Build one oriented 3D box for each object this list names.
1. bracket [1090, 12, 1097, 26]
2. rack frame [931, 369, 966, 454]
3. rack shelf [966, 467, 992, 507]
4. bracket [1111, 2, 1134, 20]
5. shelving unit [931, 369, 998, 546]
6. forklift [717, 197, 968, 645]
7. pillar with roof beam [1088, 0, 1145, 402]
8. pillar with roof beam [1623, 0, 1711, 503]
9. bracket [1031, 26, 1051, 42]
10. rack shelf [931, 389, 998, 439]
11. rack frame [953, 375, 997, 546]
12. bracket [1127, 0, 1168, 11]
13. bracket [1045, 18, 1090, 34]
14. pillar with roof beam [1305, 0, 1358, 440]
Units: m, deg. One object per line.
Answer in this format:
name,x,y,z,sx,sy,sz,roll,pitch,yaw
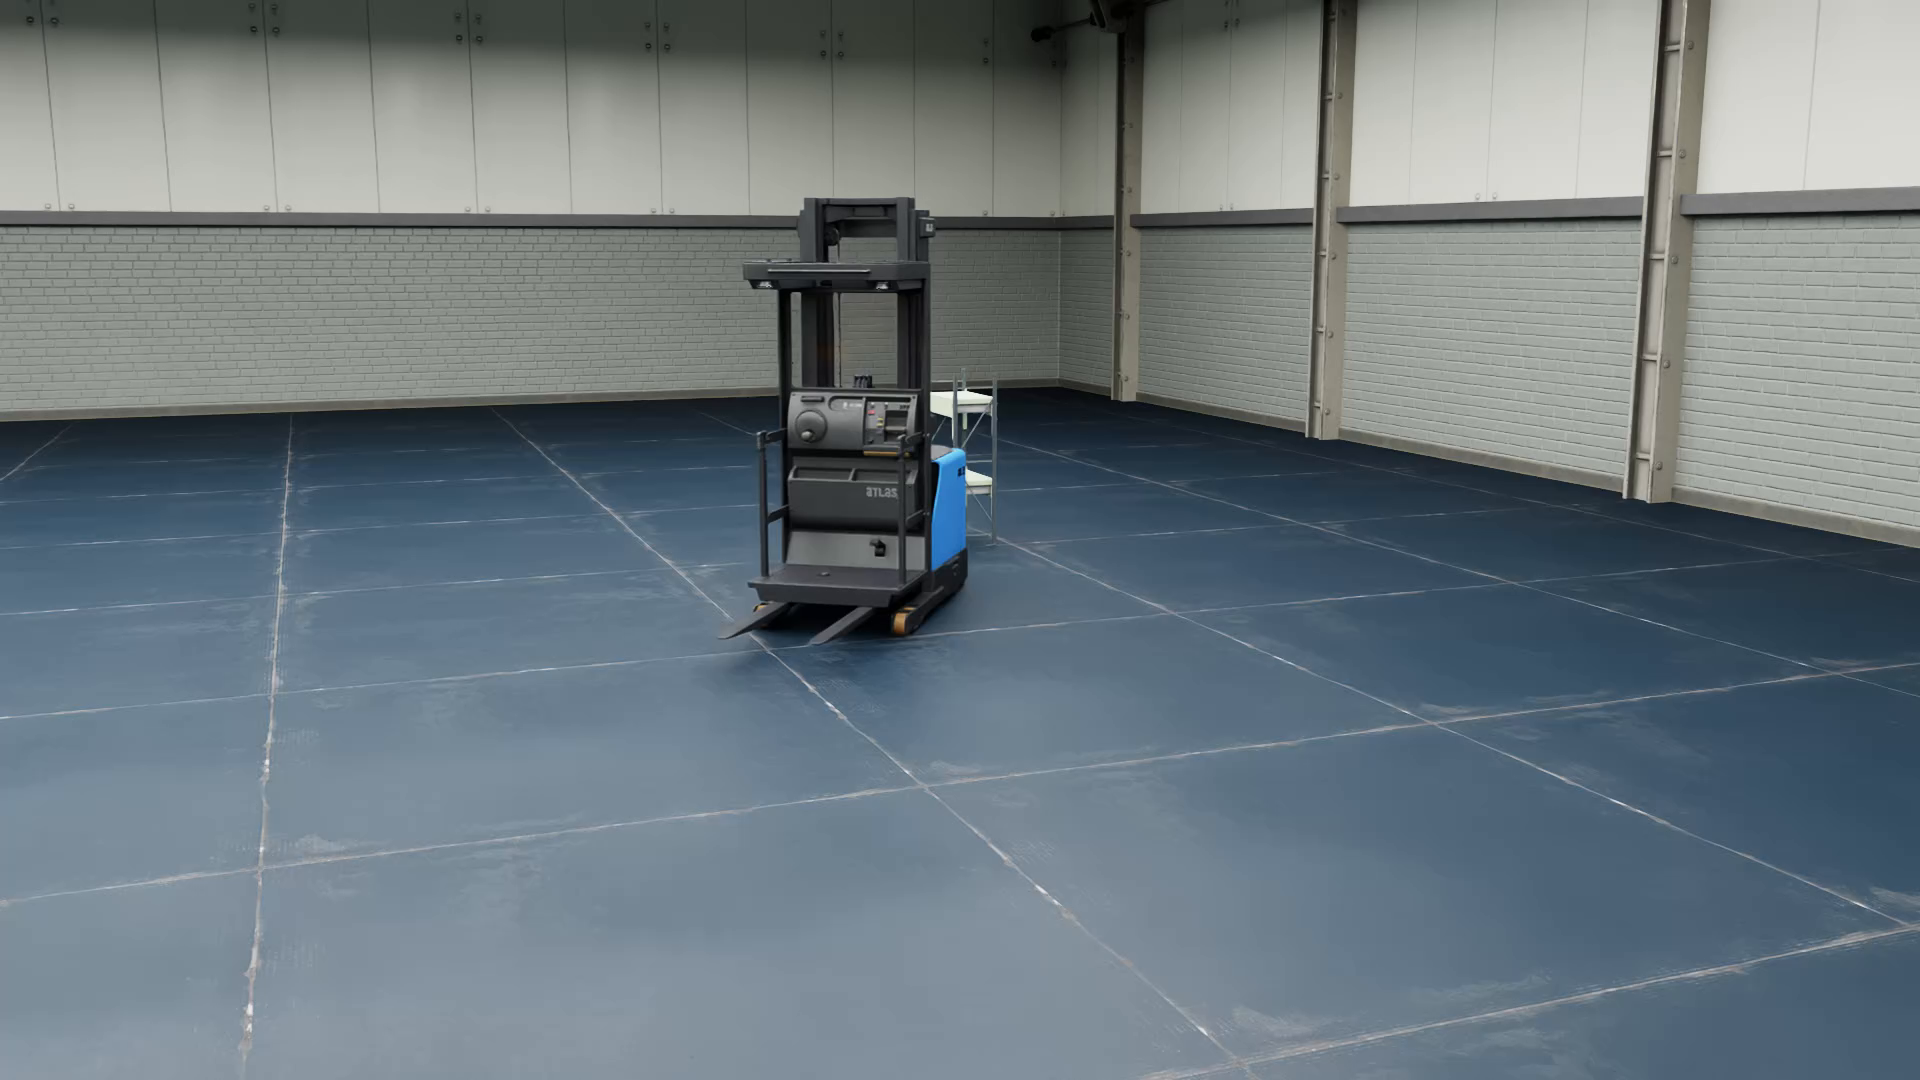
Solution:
bracket,2.313,-8.625,27.435,0.235,0.232,0.430,-4,11,-21
rack frame,-0.135,-0.799,15.131,0.400,1.500,0.023,-4,11,-21
rack shelf,-0.002,-0.419,14.852,0.431,0.370,0.720,-4,11,-21
bracket,2.614,-8.489,26.673,0.235,0.232,0.430,-4,11,-21
shelving unit,-0.002,-0.739,14.795,0.431,1.500,0.755,-4,11,-21
forklift,-0.801,-0.863,11.405,1.130,2.935,3.031,3,10,14
pillar with roof beam,-1.218,-6.534,25.960,9.100,9.000,0.548,-4,11,-21
pillar with roof beam,3.130,-4.576,14.948,9.100,9.000,0.400,-4,11,-21
bracket,1.454,-9.012,29.610,0.235,0.232,0.430,-4,11,-21
rack shelf,-0.002,-1.124,14.727,0.431,0.370,0.720,-4,11,-21
rack frame,0.130,-0.680,14.459,0.400,1.500,0.023,-4,11,-21
bracket,3.547,-8.069,24.309,0.076,0.066,4.783,-4,11,-21
bracket,1.668,-8.915,29.068,0.076,0.066,3.189,-4,11,-21
pillar with roof beam,0.956,-5.555,20.454,9.100,9.000,0.400,-4,11,-21
